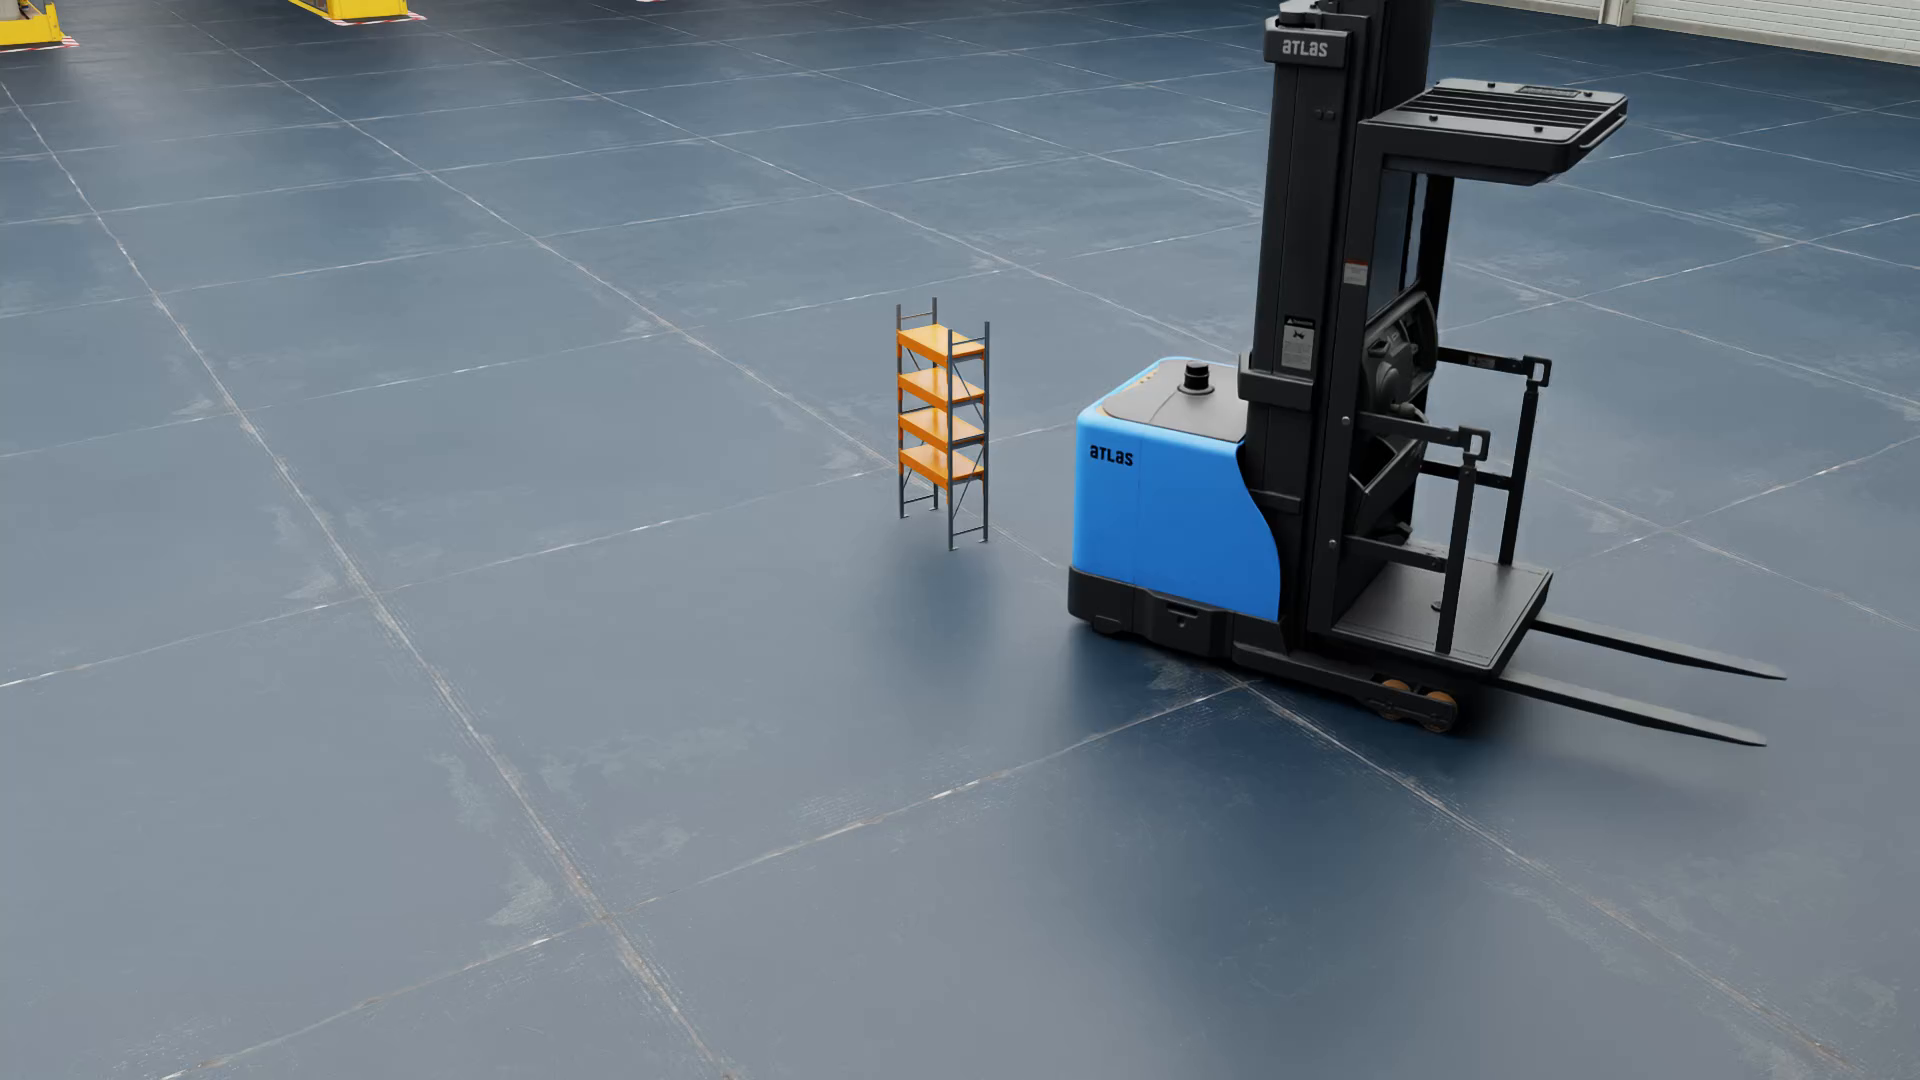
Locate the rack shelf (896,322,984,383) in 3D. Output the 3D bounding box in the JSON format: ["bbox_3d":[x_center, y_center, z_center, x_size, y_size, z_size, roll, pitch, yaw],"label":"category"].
[{"bbox_3d":[-0.090,-0.957,8.452,0.258,0.148,0.480,-16,29,-30],"label":"rack shelf"}]

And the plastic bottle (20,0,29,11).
[{"bbox_3d":[-14.209,-8.174,25.233,0.097,0.271,0.097,0,25,0],"label":"plastic bottle"}]

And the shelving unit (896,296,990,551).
[{"bbox_3d":[-0.090,-0.602,8.619,0.258,1.200,0.503,-16,29,-30],"label":"shelving unit"}]

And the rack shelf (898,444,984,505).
[{"bbox_3d":[-0.090,-0.361,8.733,0.258,0.148,0.480,-16,29,-30],"label":"rack shelf"}]

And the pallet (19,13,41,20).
[{"bbox_3d":[-14.000,-7.535,24.464,1.003,0.211,1.213,-16,29,-30],"label":"pallet"}]

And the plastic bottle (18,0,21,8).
[{"bbox_3d":[-14.396,-8.297,25.492,0.097,0.271,0.097,0,25,0],"label":"plastic bottle"}]

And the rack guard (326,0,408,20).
[{"bbox_3d":[-9.372,-8.539,26.253,1.175,0.500,0.348,-16,29,-30],"label":"rack guard"}]

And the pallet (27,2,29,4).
[{"bbox_3d":[-15.332,-8.408,26.313,1.003,0.211,1.213,-16,29,-30],"label":"pallet"}]

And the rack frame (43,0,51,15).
[{"bbox_3d":[-13.480,-8.488,23.216,1.000,3.000,0.127,-16,29,-30],"label":"rack frame"}]

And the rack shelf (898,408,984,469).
[{"bbox_3d":[-0.090,-0.541,8.648,0.258,0.148,0.480,-16,29,-30],"label":"rack shelf"}]

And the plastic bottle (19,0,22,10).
[{"bbox_3d":[-14.266,-8.180,25.326,0.097,0.201,0.097,0,25,0],"label":"plastic bottle"}]

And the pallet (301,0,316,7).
[{"bbox_3d":[-10.448,-9.143,27.871,1.003,0.211,1.213,-16,29,-30],"label":"pallet"}]

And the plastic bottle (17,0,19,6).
[{"bbox_3d":[-14.451,-8.333,25.568,0.097,0.271,0.097,0,25,0],"label":"plastic bottle"}]

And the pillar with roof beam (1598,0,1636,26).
[{"bbox_3d":[6.448,-10.986,21.481,9.100,9.000,0.400,-16,29,-30],"label":"pillar with roof beam"}]

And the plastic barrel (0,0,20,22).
[{"bbox_3d":[-13.904,-7.770,24.119,0.421,0.512,0.421,0,25,0],"label":"plastic barrel"}]

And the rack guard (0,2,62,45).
[{"bbox_3d":[-13.561,-7.374,23.784,1.175,0.500,0.348,-16,29,-30],"label":"rack guard"}]

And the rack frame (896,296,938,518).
[{"bbox_3d":[-0.224,-0.689,8.804,0.240,1.200,0.015,-16,29,-30],"label":"rack frame"}]

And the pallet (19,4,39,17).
[{"bbox_3d":[-14.662,-7.971,25.388,1.003,0.211,1.213,-16,29,-30],"label":"pallet"}]

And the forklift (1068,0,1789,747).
[{"bbox_3d":[2.038,-0.773,6.954,3.031,2.935,1.130,14,29,28],"label":"forklift"}]

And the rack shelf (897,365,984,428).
[{"bbox_3d":[-0.090,-0.743,8.552,0.258,0.148,0.480,-16,29,-30],"label":"rack shelf"}]

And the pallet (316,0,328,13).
[{"bbox_3d":[-9.786,-8.707,26.947,1.003,0.211,1.213,-16,29,-30],"label":"pallet"}]

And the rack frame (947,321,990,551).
[{"bbox_3d":[0.043,-0.515,8.434,0.240,1.200,0.015,-16,29,-30],"label":"rack frame"}]

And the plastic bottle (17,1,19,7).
[{"bbox_3d":[-14.505,-8.336,25.658,0.097,0.201,0.097,0,25,0],"label":"plastic bottle"}]
